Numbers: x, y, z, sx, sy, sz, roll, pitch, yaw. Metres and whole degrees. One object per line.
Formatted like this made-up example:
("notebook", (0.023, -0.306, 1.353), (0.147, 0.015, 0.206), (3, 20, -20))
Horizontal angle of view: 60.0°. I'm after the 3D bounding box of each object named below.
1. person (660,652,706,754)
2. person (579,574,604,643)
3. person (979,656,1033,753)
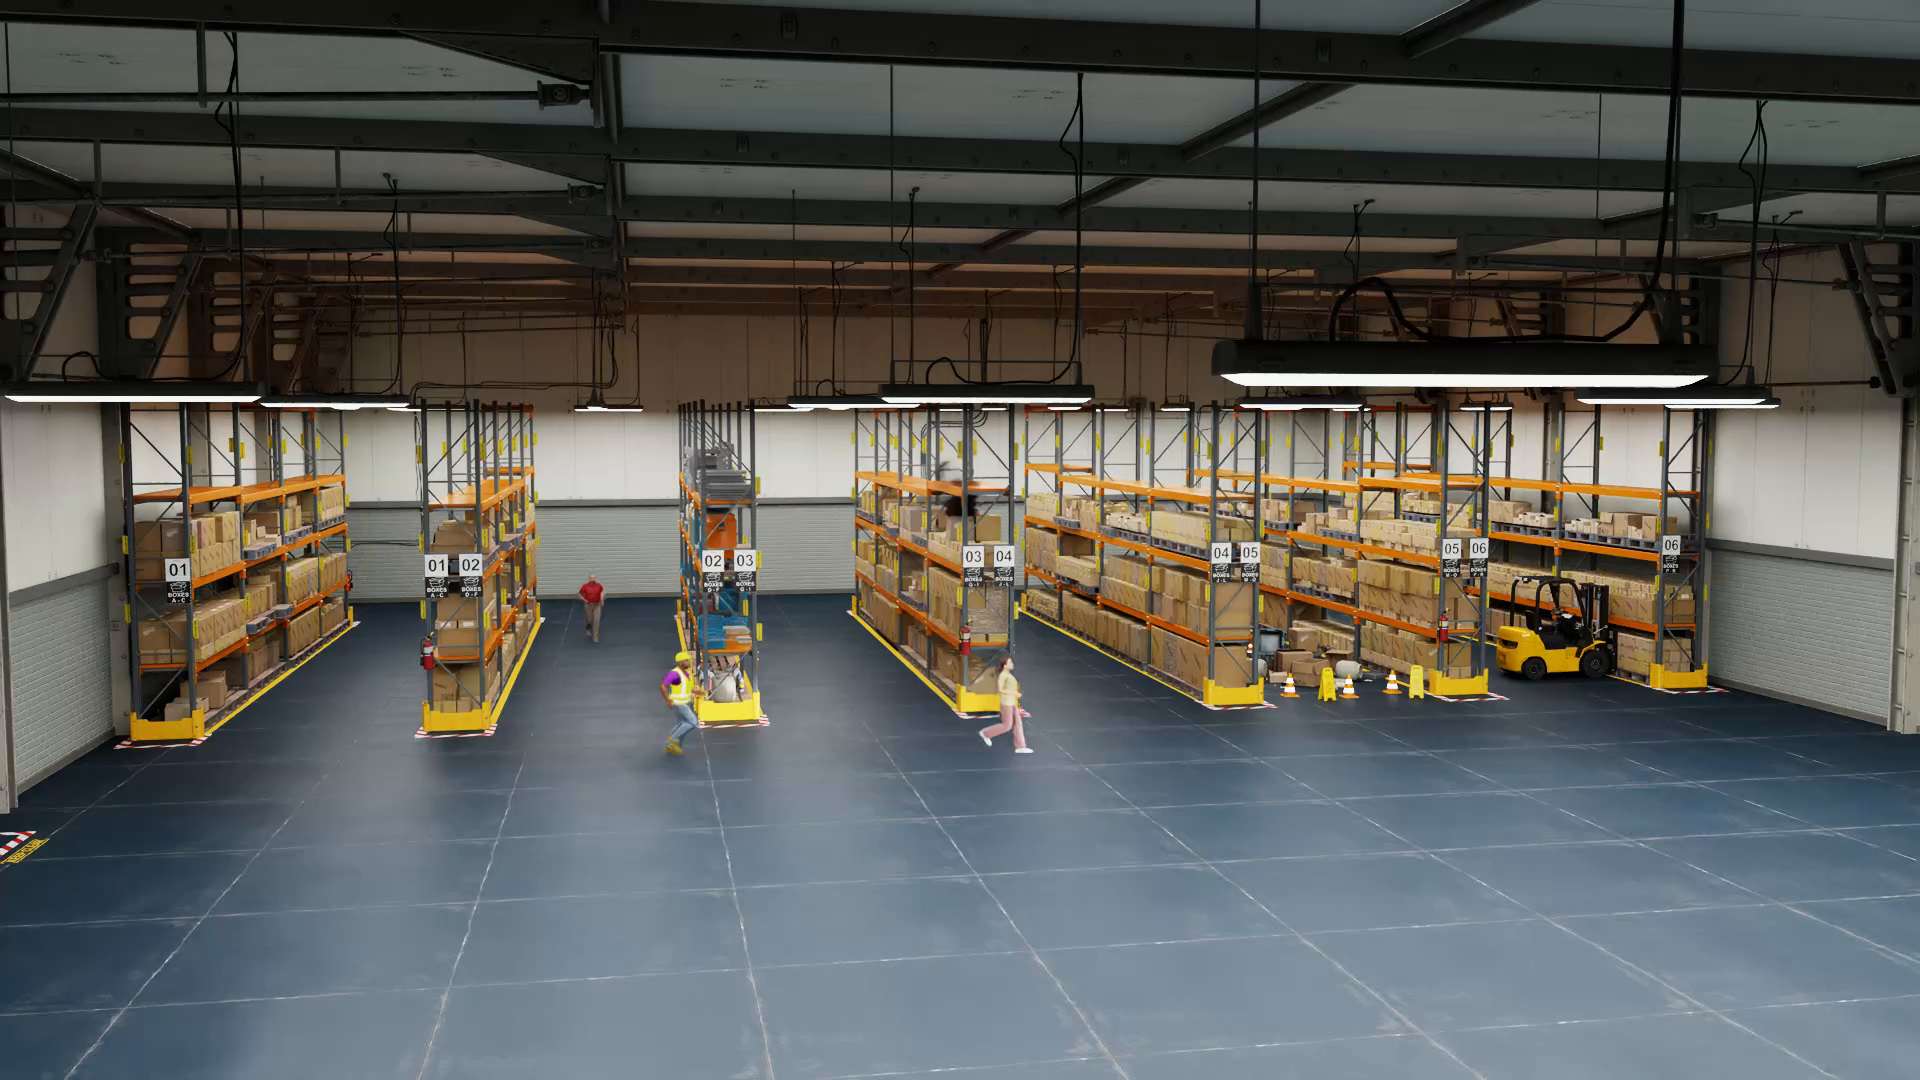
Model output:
("person", (-4.647, 2.739, 27.931), (0.718, 1.718, 0.681), (1, 4, 12))
("person", (-9.279, 1.709, 41.967), (0.662, 1.719, 0.933), (-2, 5, -22))
("person", (0.788, 2.770, 28.025), (0.924, 1.645, 0.580), (1, 4, 15))
